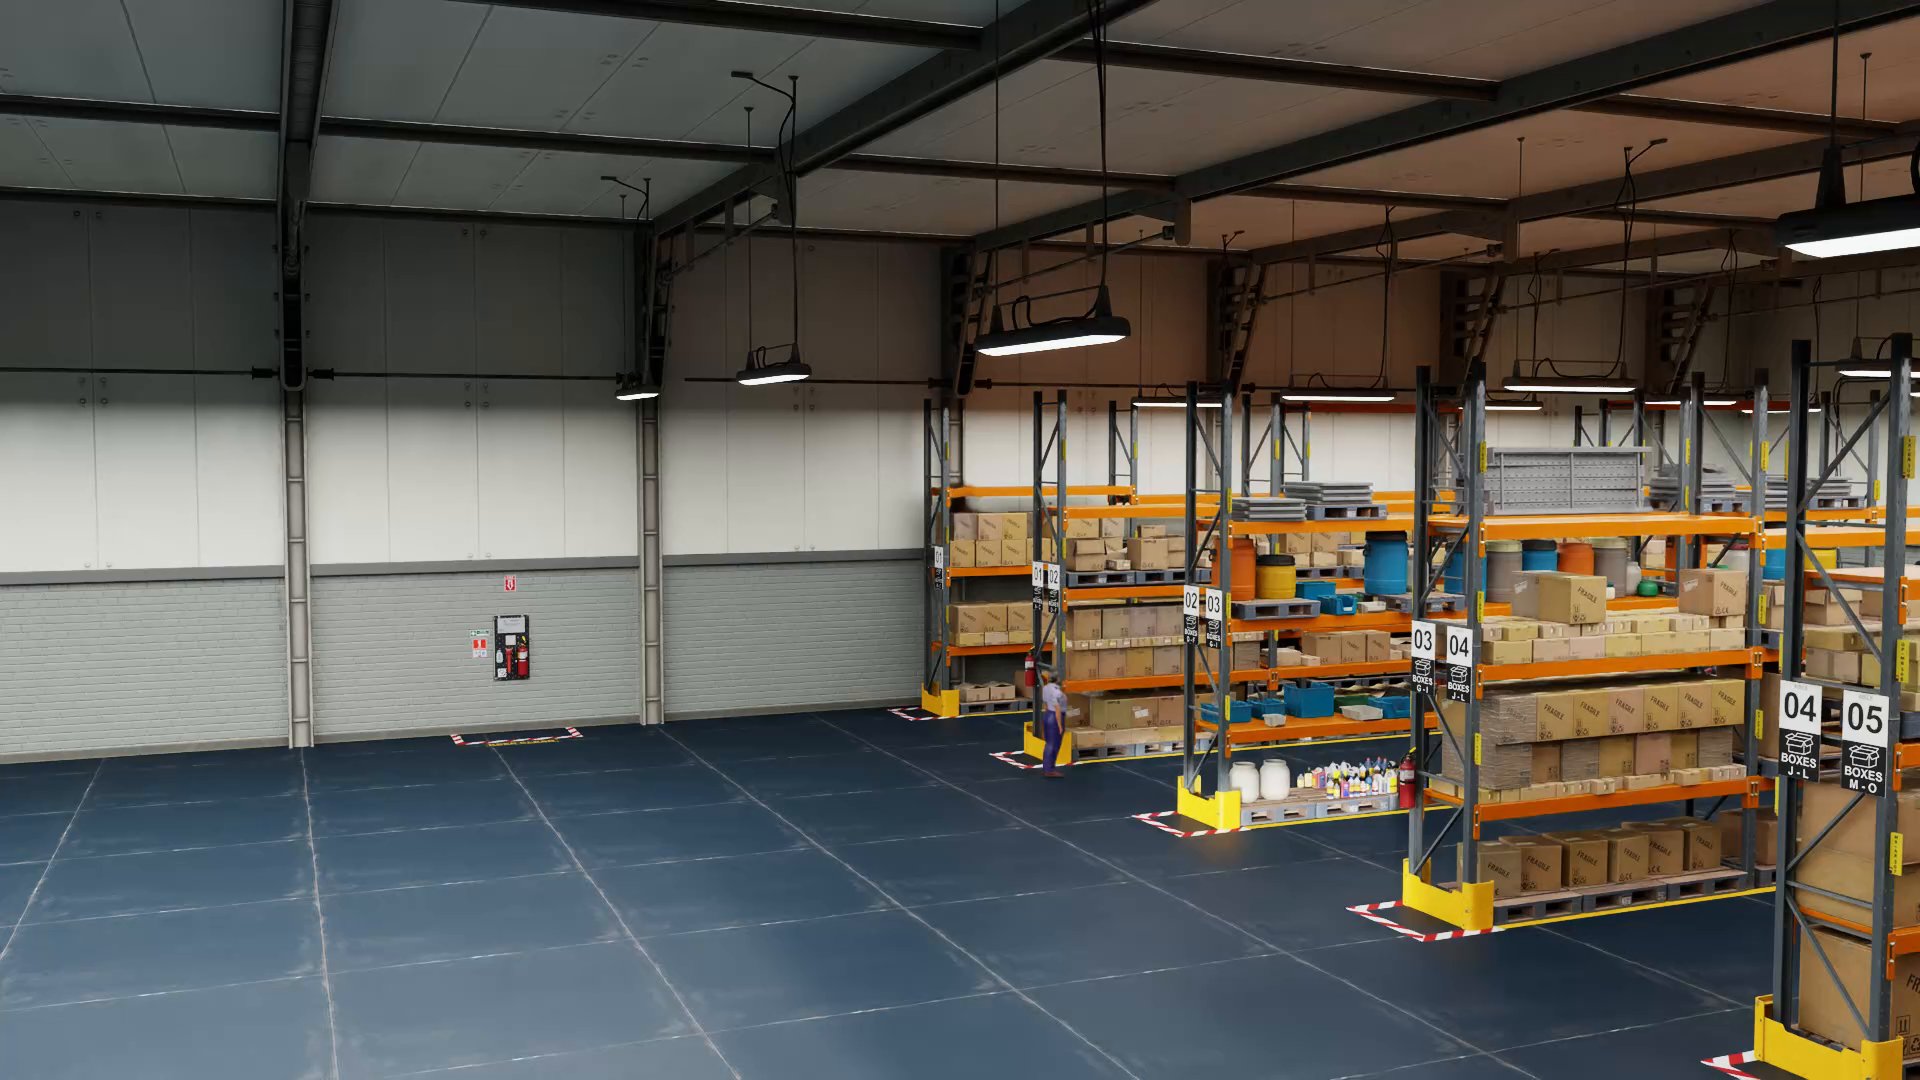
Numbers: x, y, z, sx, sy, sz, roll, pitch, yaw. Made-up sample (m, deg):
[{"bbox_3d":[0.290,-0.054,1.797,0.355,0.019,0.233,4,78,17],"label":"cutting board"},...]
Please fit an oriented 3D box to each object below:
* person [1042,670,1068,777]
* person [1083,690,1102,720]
[{"bbox_3d":[1.462,2.827,25.718,0.382,1.655,0.497,-1,4,-21],"label":"person"},{"bbox_3d":[2.392,2.491,30.159,0.598,1.792,0.423,-1,4,-21],"label":"person"}]
